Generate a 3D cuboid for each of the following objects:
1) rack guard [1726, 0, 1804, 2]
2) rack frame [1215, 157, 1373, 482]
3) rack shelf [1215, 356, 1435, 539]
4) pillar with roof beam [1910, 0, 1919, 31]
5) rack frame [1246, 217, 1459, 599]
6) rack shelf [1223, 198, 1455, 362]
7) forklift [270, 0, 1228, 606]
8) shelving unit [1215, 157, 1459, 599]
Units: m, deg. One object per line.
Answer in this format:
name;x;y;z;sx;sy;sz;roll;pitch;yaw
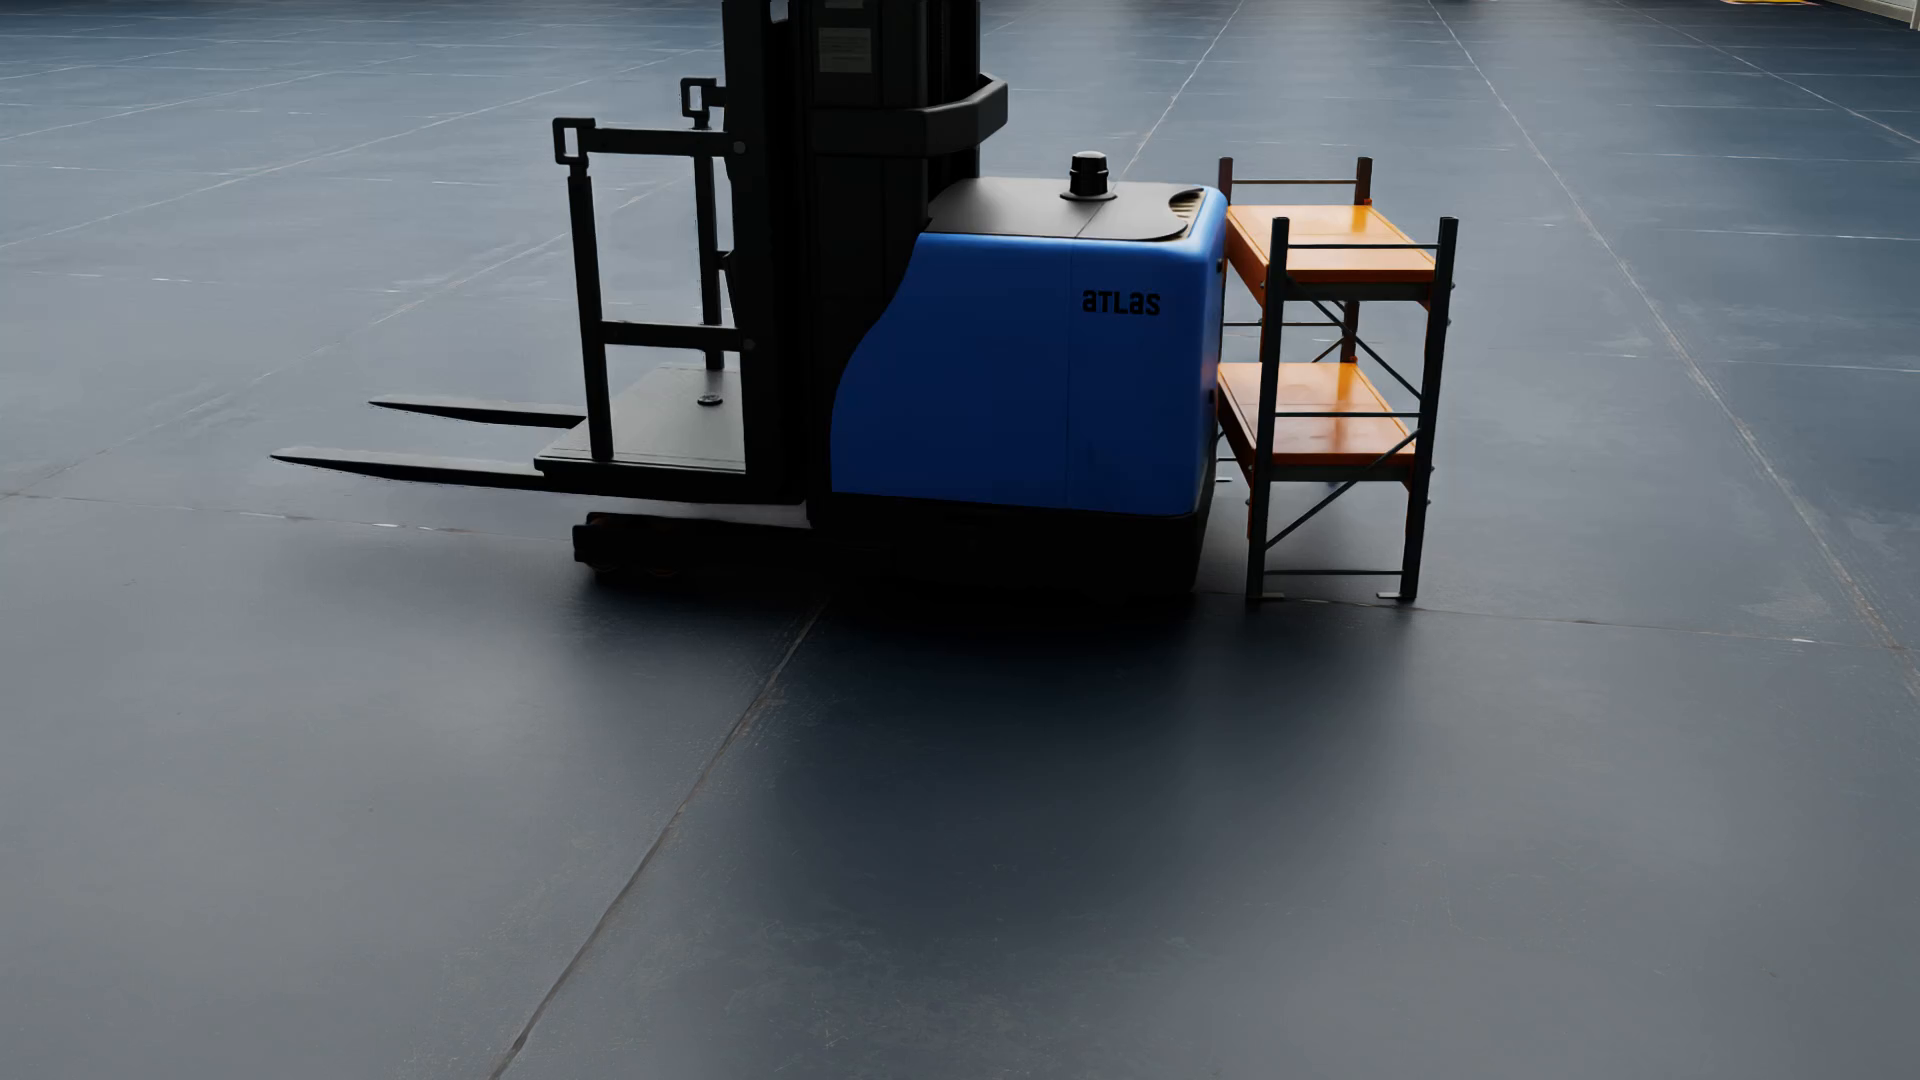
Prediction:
rack guard;13.266;-9.130;27.355;1.175;0.500;0.348;4;22;11
rack frame;1.102;-0.733;5.669;0.500;1.125;0.032;0;22;0
rack shelf;1.101;-0.317;5.289;0.538;0.278;1.000;0;22;0
pillar with roof beam;8.856;-11.401;21.617;9.100;9.000;0.400;4;22;11
rack frame;1.101;-0.354;4.726;0.500;1.125;0.032;0;22;0
rack shelf;1.101;-0.815;5.088;0.538;0.278;1.000;0;22;0
forklift;-0.713;-1.434;4.990;3.031;2.935;1.130;5;22;11
shelving unit;1.101;-0.544;5.197;0.538;1.125;1.048;0;22;0
